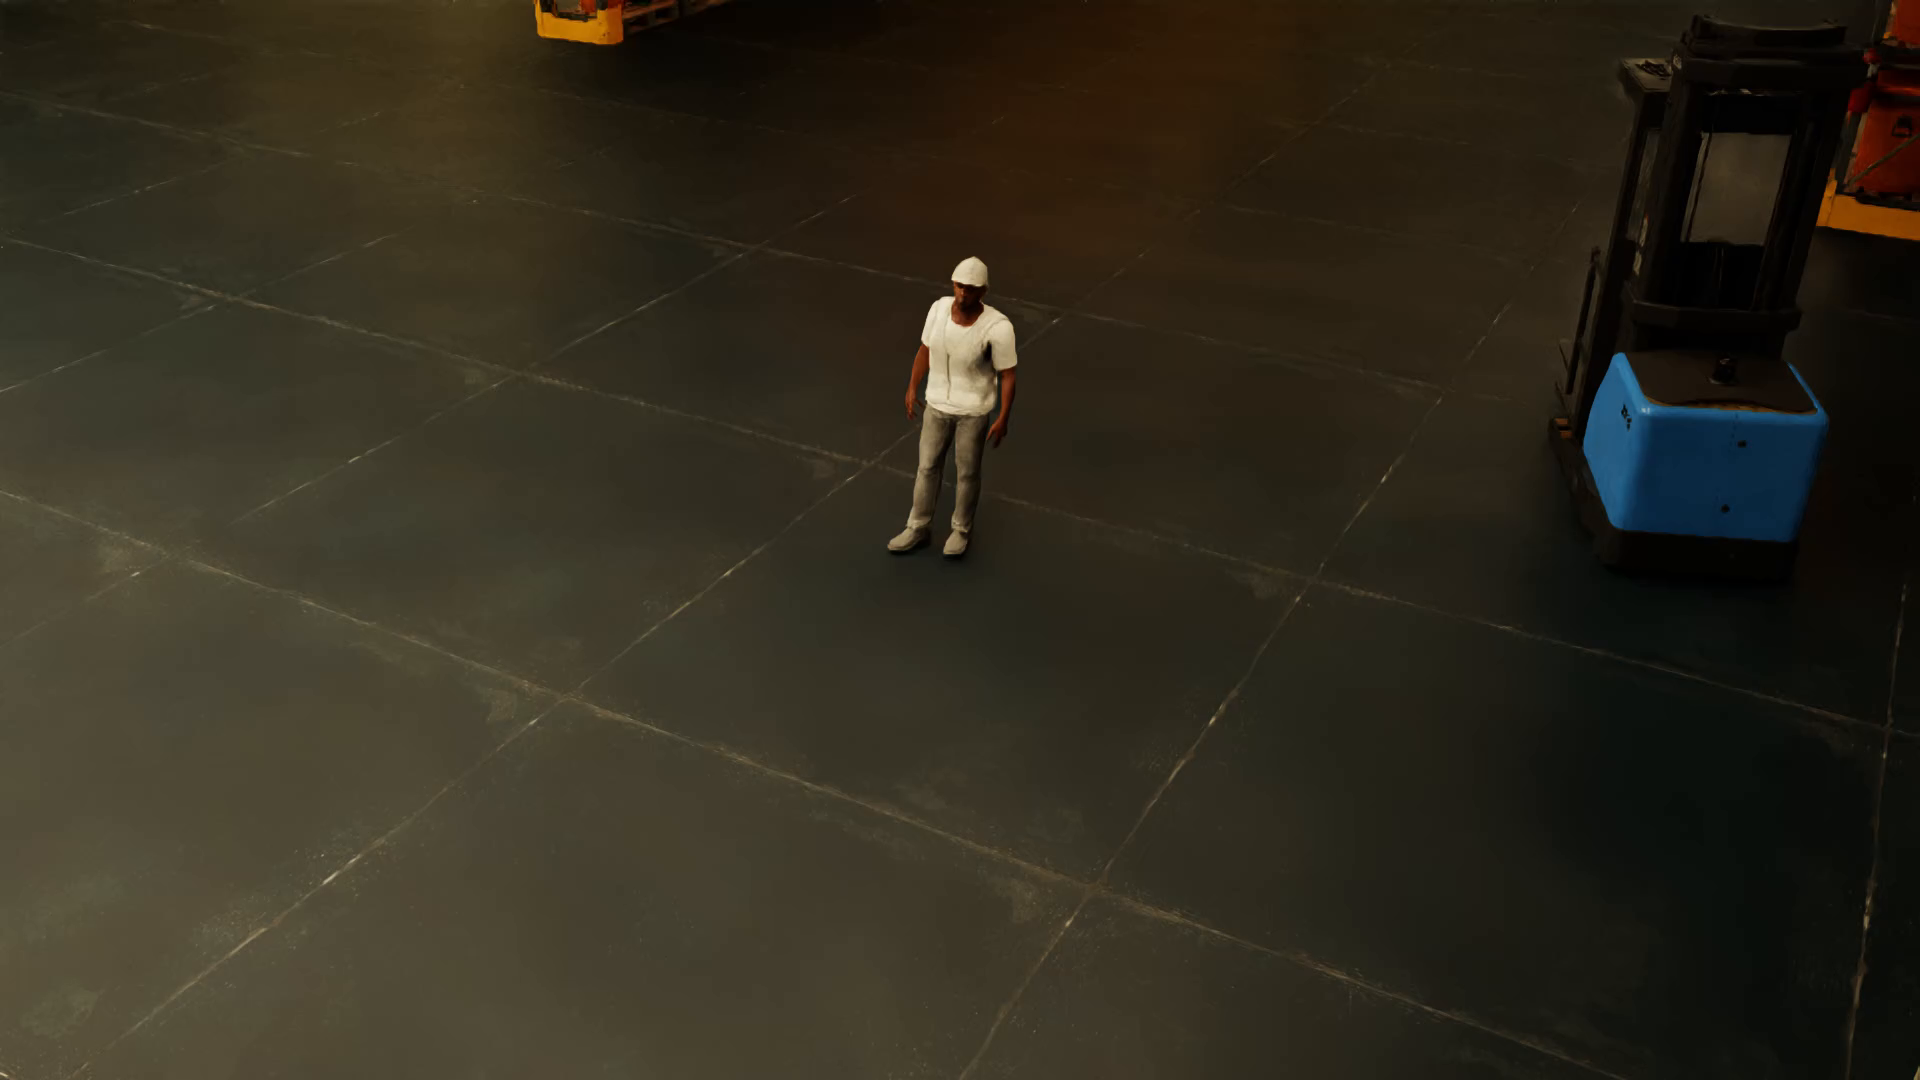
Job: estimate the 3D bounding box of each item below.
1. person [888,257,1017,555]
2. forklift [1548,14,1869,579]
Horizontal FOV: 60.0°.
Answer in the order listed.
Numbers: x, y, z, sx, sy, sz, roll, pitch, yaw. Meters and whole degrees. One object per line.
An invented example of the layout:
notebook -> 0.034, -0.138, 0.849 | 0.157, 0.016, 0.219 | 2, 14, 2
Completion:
person -> -0.039, -0.742, 9.507 | 0.665, 1.766, 0.576 | 15, 33, 25
forklift -> 4.460, -1.762, 10.124 | 1.130, 2.935, 3.031 | 4, 30, 8
